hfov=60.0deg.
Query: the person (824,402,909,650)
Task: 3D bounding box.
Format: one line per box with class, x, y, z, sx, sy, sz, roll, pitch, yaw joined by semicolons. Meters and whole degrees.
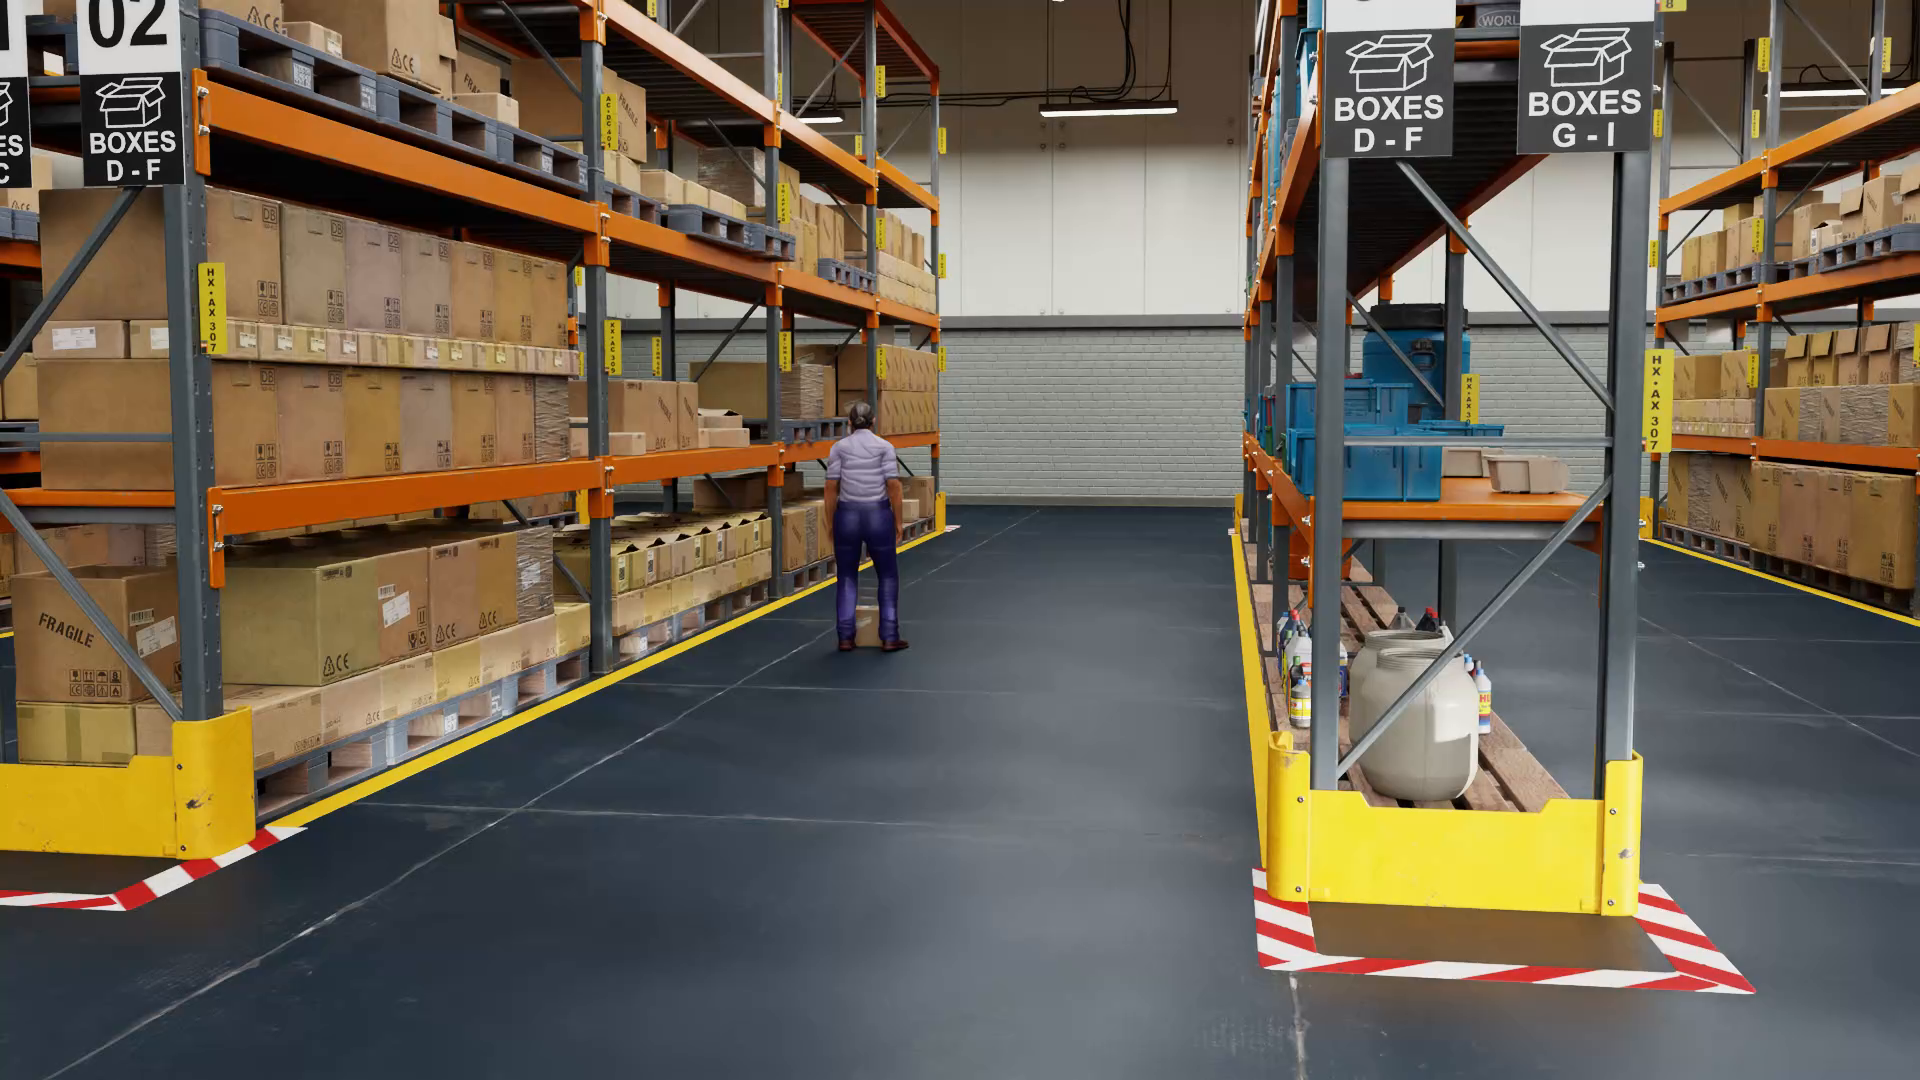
person;-0.627;-0.090;11.079;0.549;1.650;0.367;0;5;6
